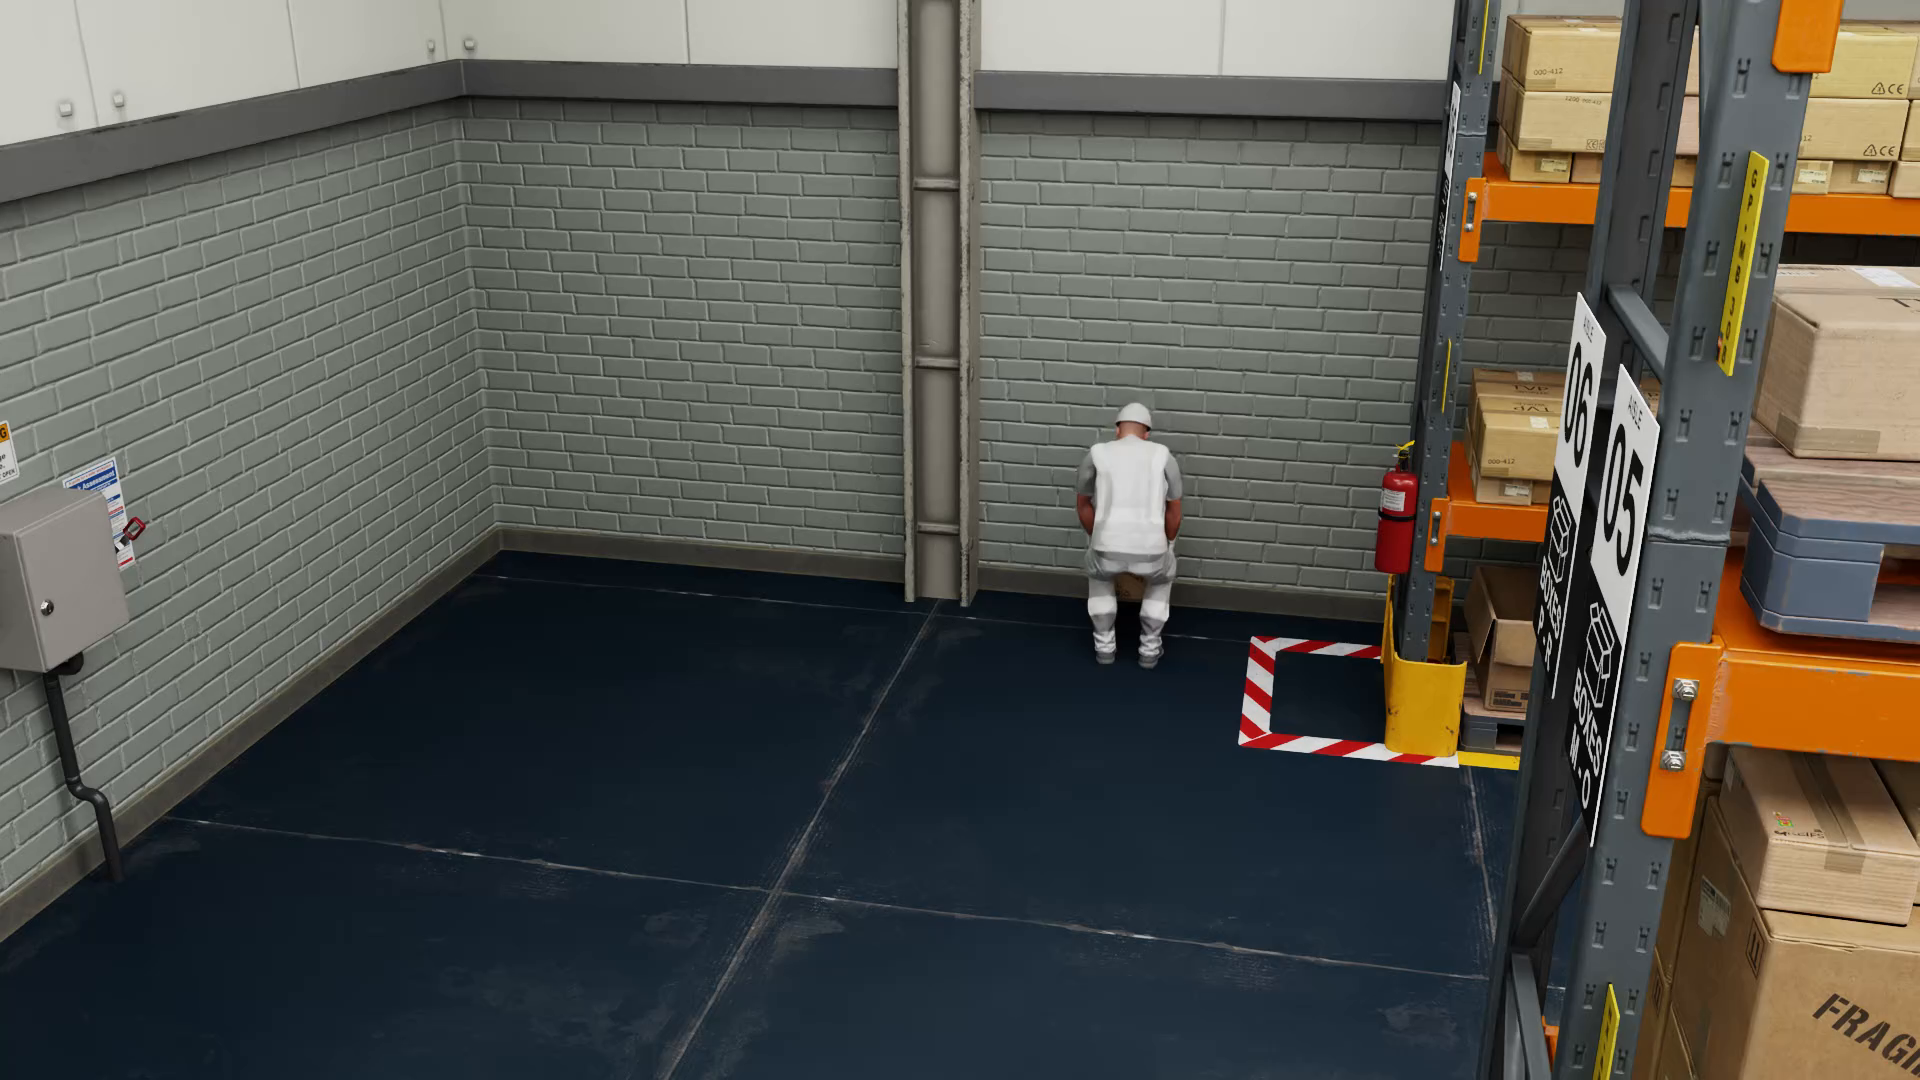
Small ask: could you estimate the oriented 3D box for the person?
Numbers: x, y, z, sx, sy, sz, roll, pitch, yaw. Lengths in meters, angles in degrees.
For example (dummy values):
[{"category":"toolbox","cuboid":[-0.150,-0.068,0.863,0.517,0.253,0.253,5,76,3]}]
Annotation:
[{"category":"person","cuboid":[0.906,0.011,9.130,0.581,1.349,0.727,4,22,11]}]
